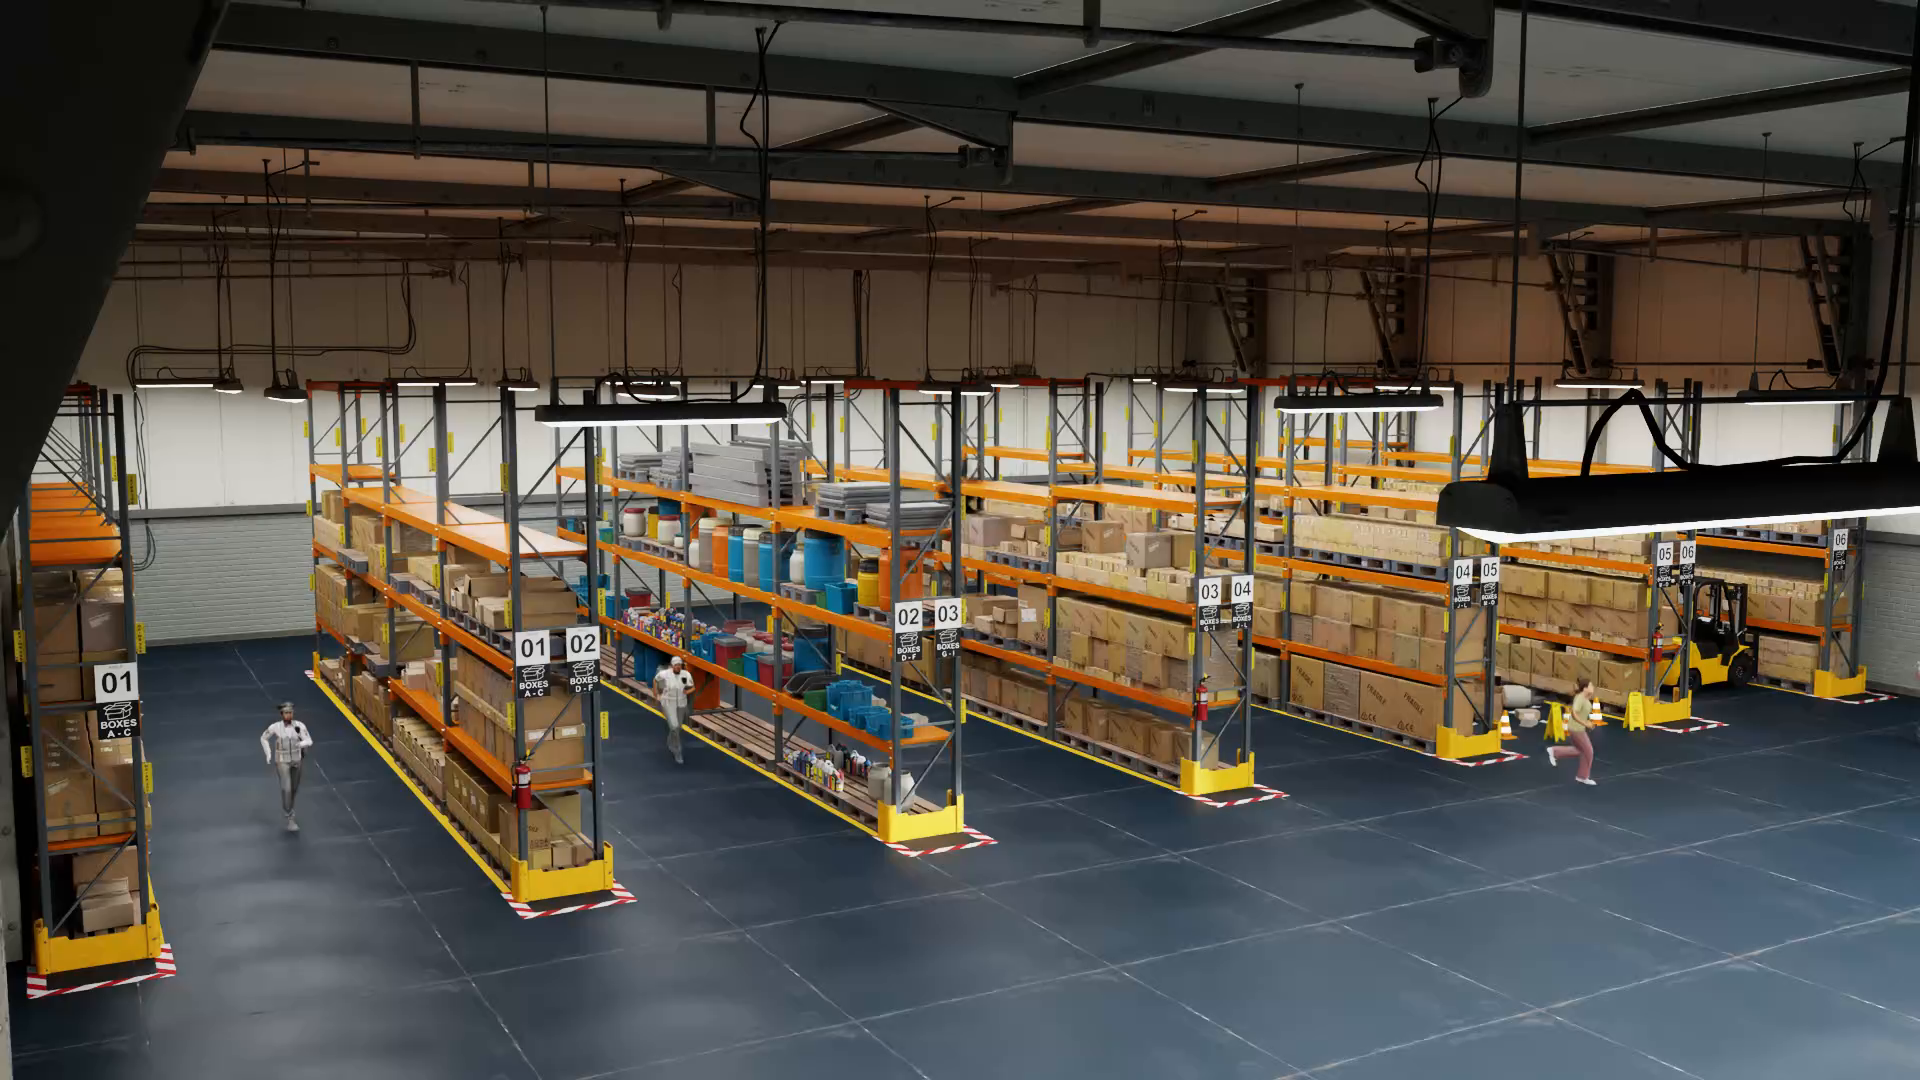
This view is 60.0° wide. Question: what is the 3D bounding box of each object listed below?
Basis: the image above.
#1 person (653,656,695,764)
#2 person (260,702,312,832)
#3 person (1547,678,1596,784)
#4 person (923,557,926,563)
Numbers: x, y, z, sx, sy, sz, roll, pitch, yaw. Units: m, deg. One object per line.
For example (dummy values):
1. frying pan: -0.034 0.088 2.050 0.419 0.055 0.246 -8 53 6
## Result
1. person: -4.578 2.687 26.671 0.627 1.713 0.868 -3 7 -24
2. person: -9.175 3.049 22.741 0.599 1.708 0.849 -5 8 -38
3. person: 9.264 2.887 25.140 0.713 1.617 0.605 3 7 24
4. person: -1.058 1.196 39.903 0.772 1.747 0.825 1 6 9
